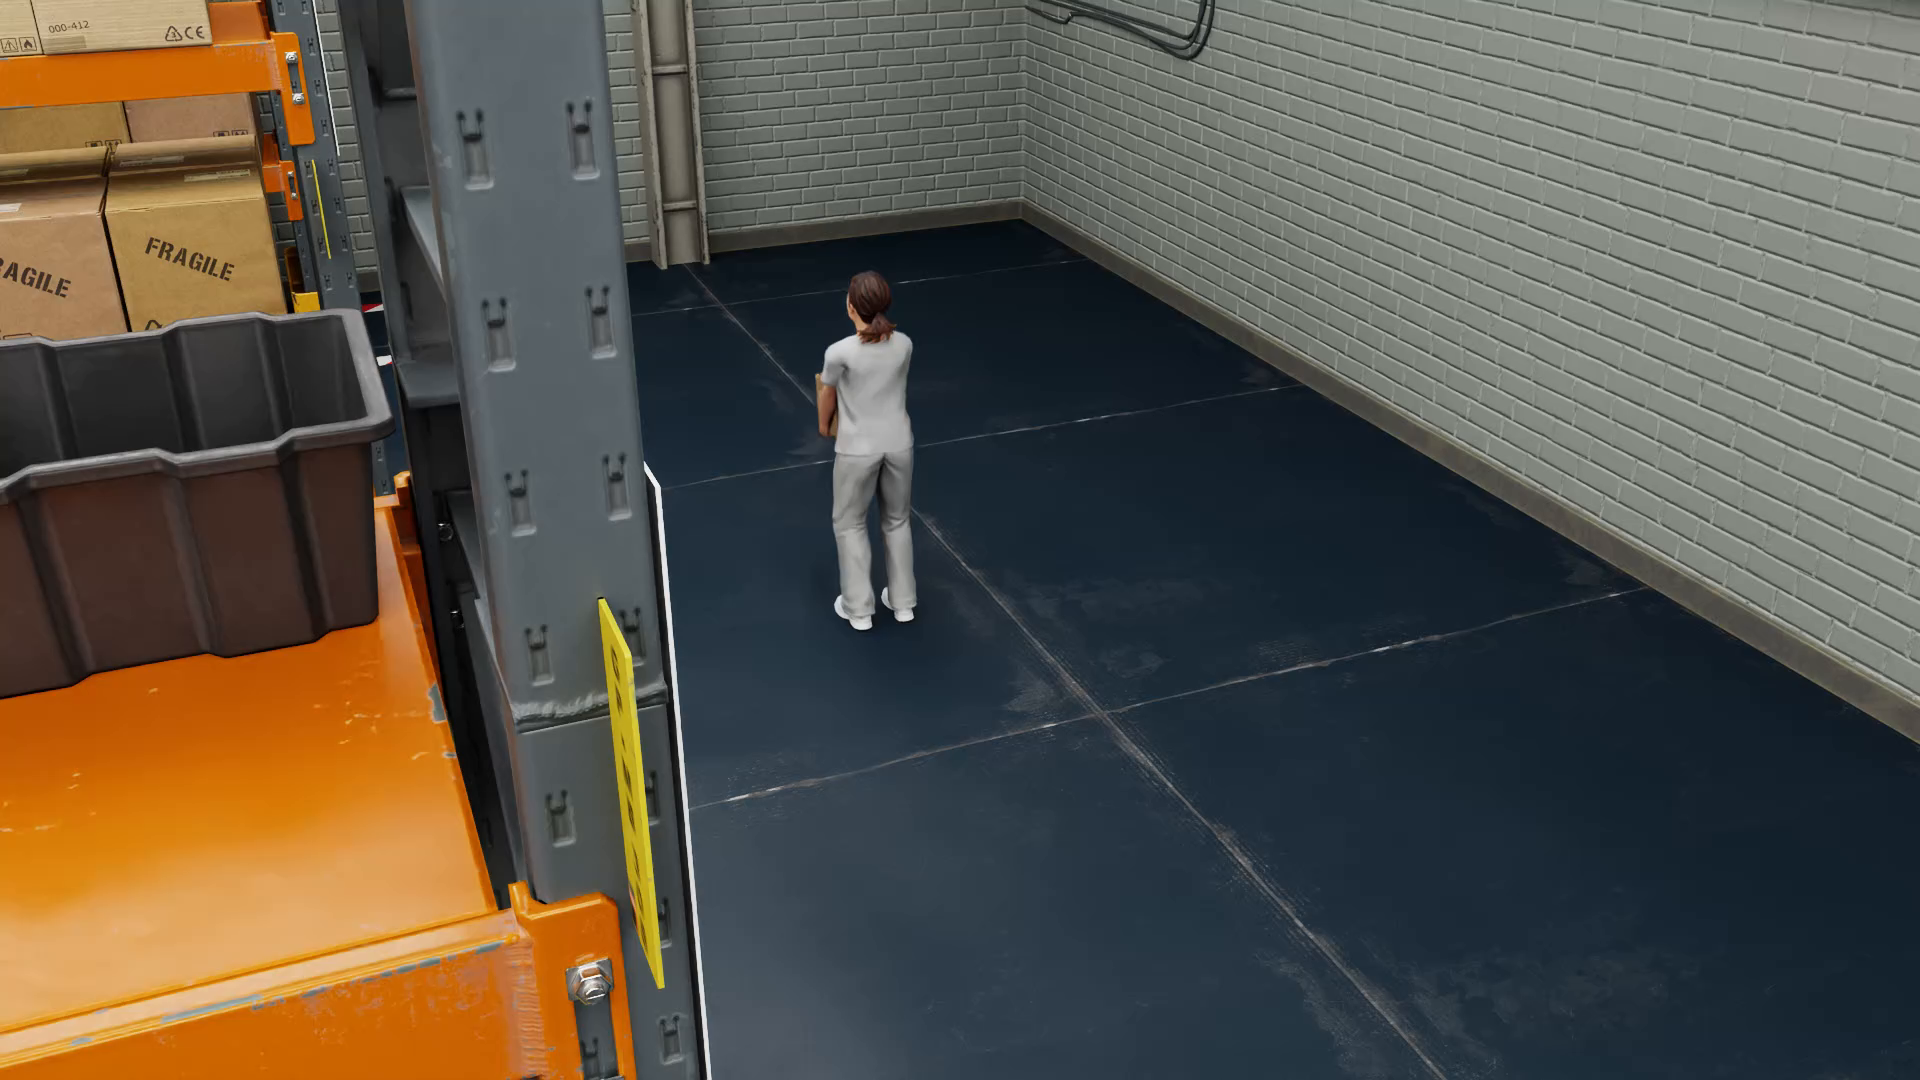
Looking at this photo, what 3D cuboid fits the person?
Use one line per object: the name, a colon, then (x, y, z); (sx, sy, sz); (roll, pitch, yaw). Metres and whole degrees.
person: (-0.431, -0.417, 7.503); (0.409, 1.650, 0.505); (-11, 28, -21)
